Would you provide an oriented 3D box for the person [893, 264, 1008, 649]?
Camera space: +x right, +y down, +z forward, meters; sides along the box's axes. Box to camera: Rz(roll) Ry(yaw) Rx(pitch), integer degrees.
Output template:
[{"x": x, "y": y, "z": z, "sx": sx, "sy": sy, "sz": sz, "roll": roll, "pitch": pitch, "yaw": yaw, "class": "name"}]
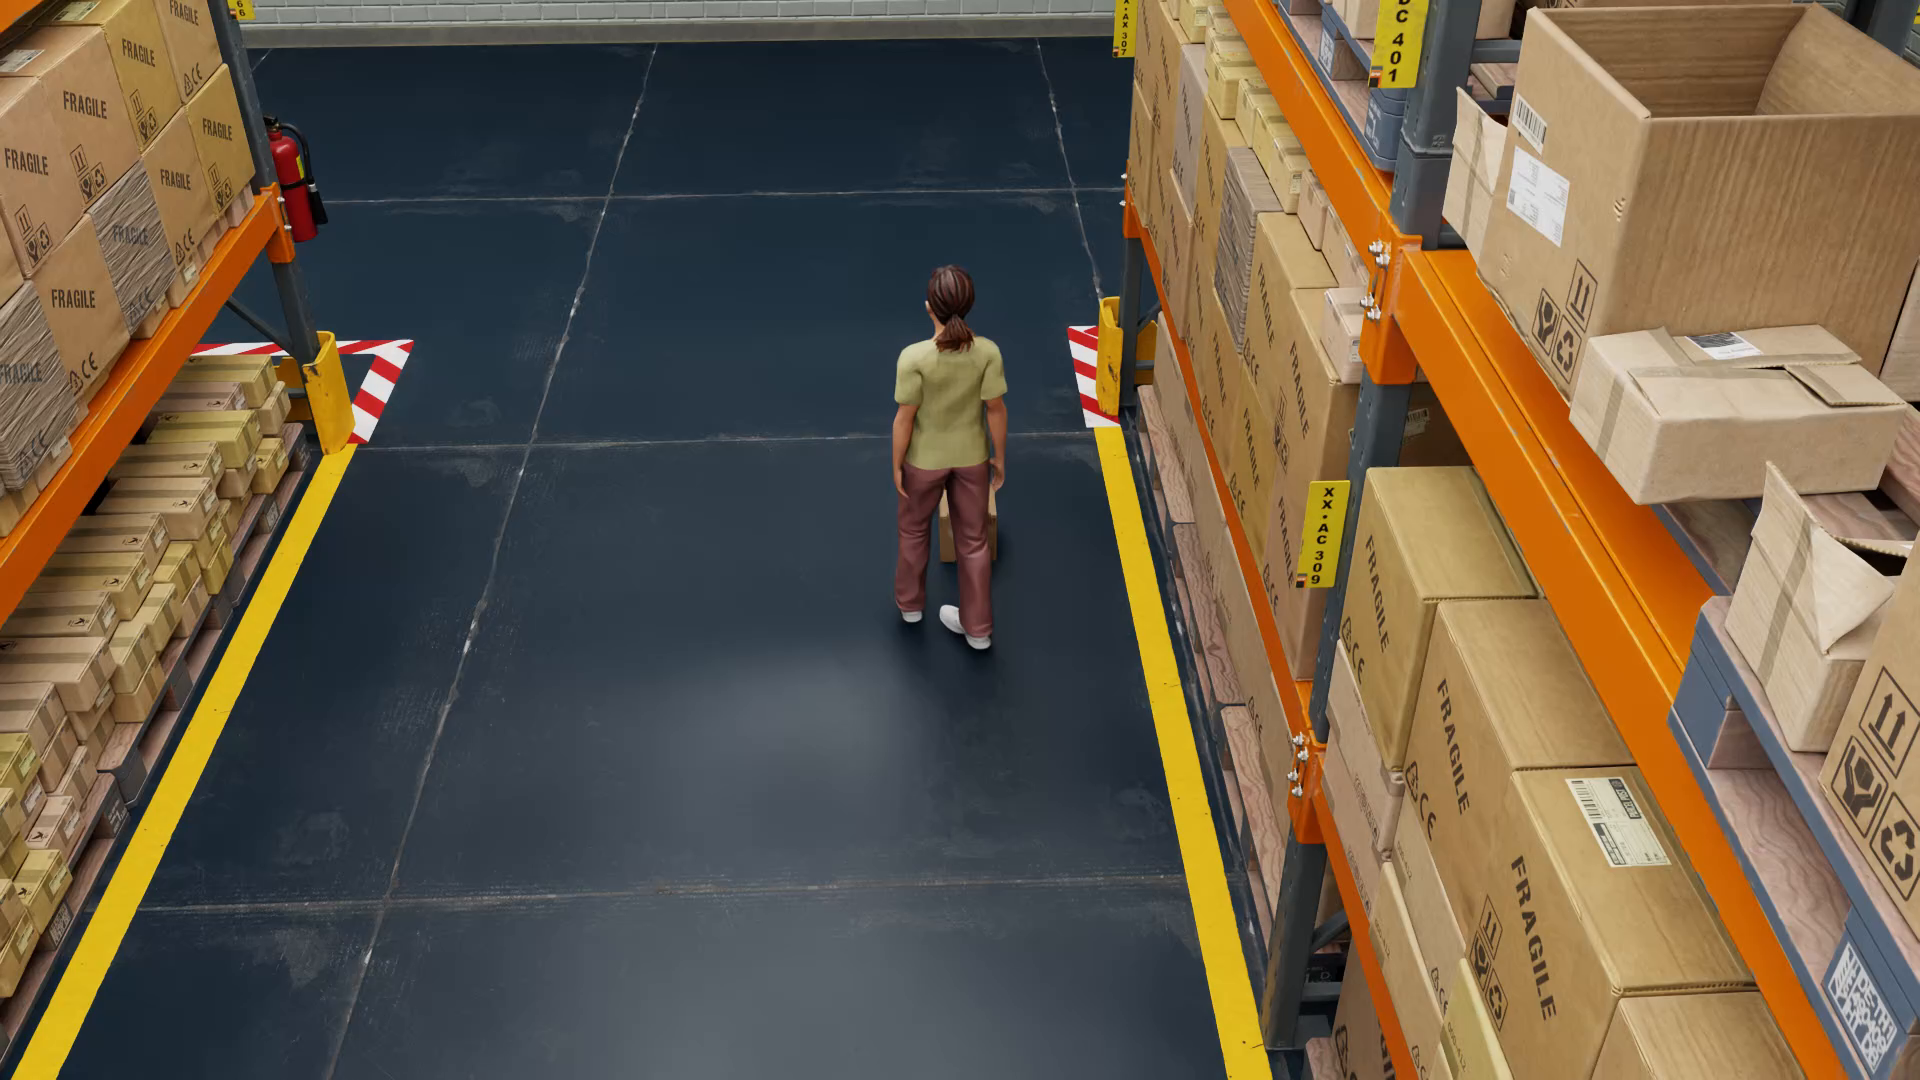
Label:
[{"x": -0.065, "y": -0.356, "z": 6.636, "sx": 0.453, "sy": 1.667, "sz": 0.560, "roll": -7, "pitch": 36, "yaw": -10, "class": "person"}]
